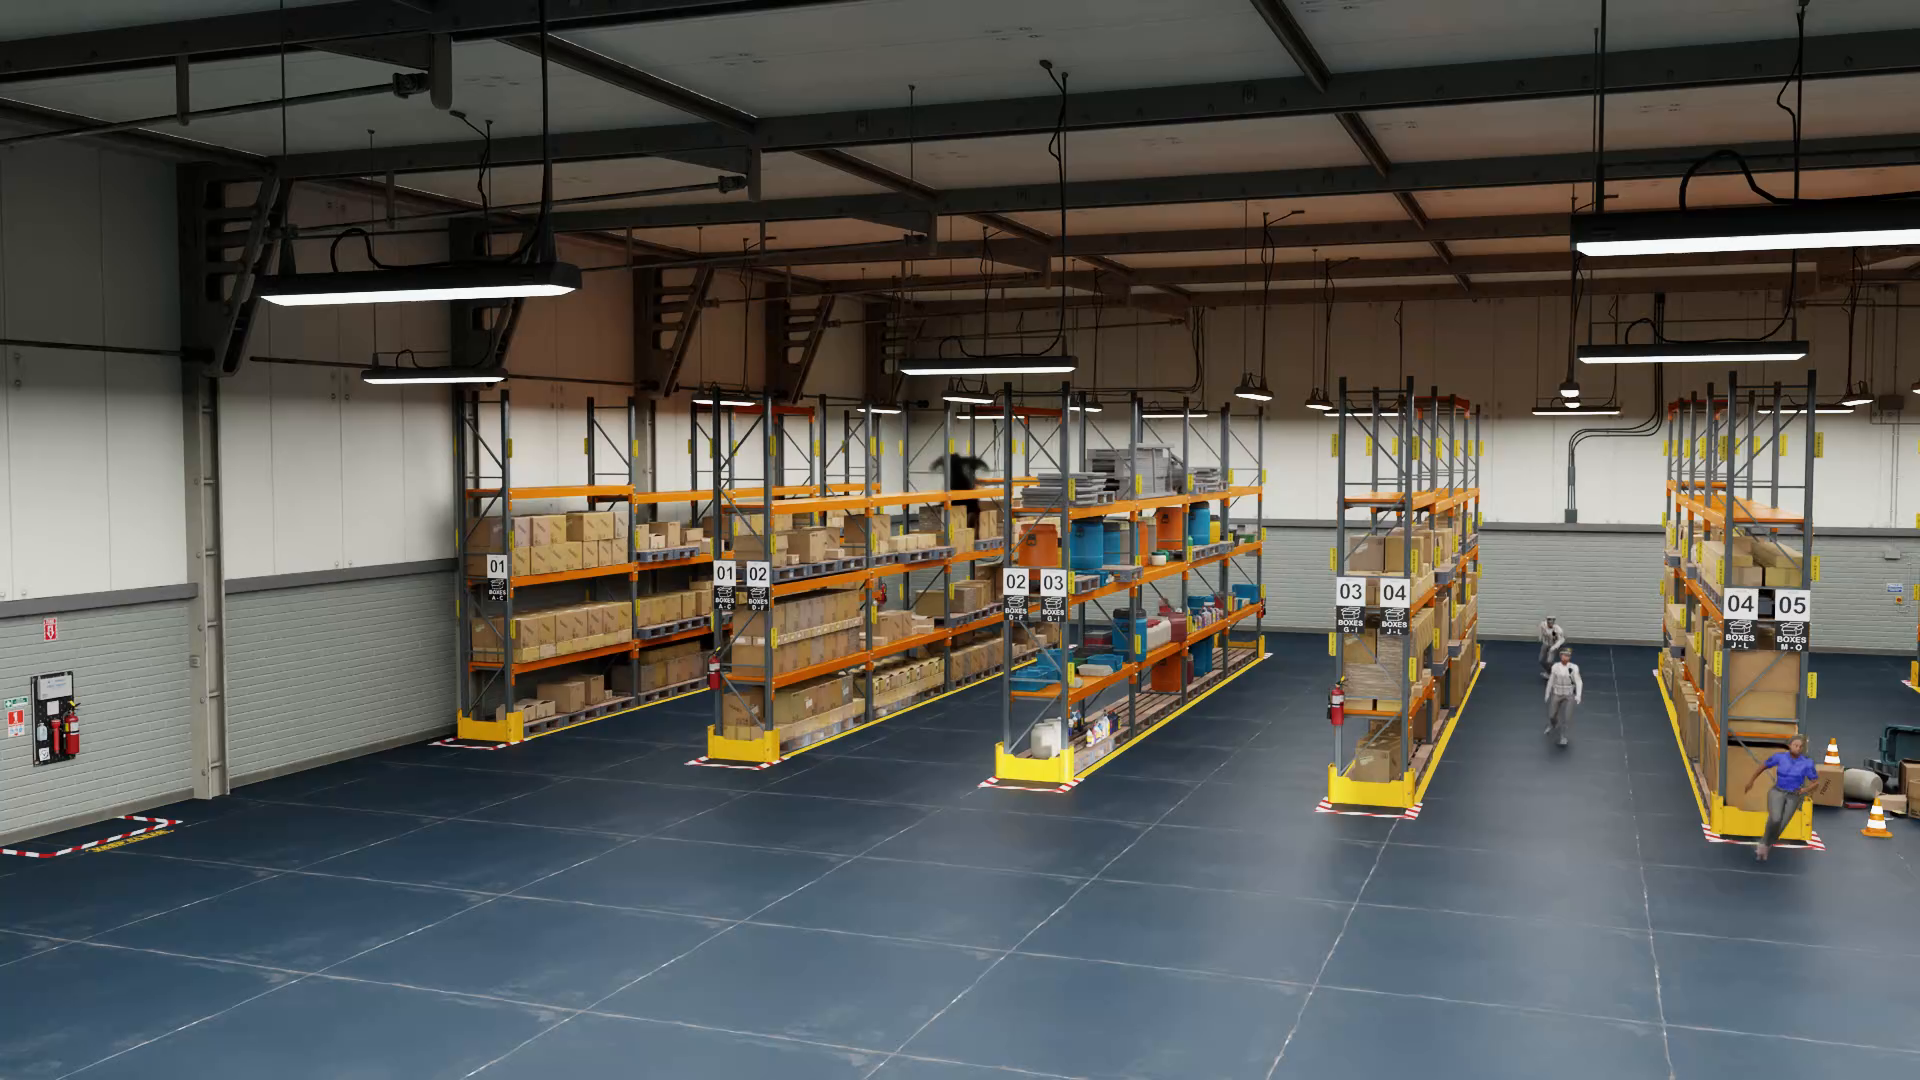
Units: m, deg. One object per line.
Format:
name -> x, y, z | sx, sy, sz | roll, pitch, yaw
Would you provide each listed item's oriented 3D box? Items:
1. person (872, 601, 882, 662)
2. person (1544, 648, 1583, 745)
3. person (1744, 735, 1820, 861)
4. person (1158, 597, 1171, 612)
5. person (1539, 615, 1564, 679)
person -> -1.819, 2.177, 36.245 | 0.555, 1.724, 0.839 | 2, 4, 27
person -> 10.231, 2.624, 28.202 | 0.647, 1.654, 0.636 | 2, 4, 28
person -> 9.946, 3.129, 20.070 | 0.743, 1.568, 0.666 | 1, 3, 12
person -> 4.704, 2.123, 37.774 | 0.695, 1.671, 0.796 | -1, 3, -21
person -> 12.777, 2.309, 35.997 | 0.652, 1.416, 0.880 | 3, 4, 41
